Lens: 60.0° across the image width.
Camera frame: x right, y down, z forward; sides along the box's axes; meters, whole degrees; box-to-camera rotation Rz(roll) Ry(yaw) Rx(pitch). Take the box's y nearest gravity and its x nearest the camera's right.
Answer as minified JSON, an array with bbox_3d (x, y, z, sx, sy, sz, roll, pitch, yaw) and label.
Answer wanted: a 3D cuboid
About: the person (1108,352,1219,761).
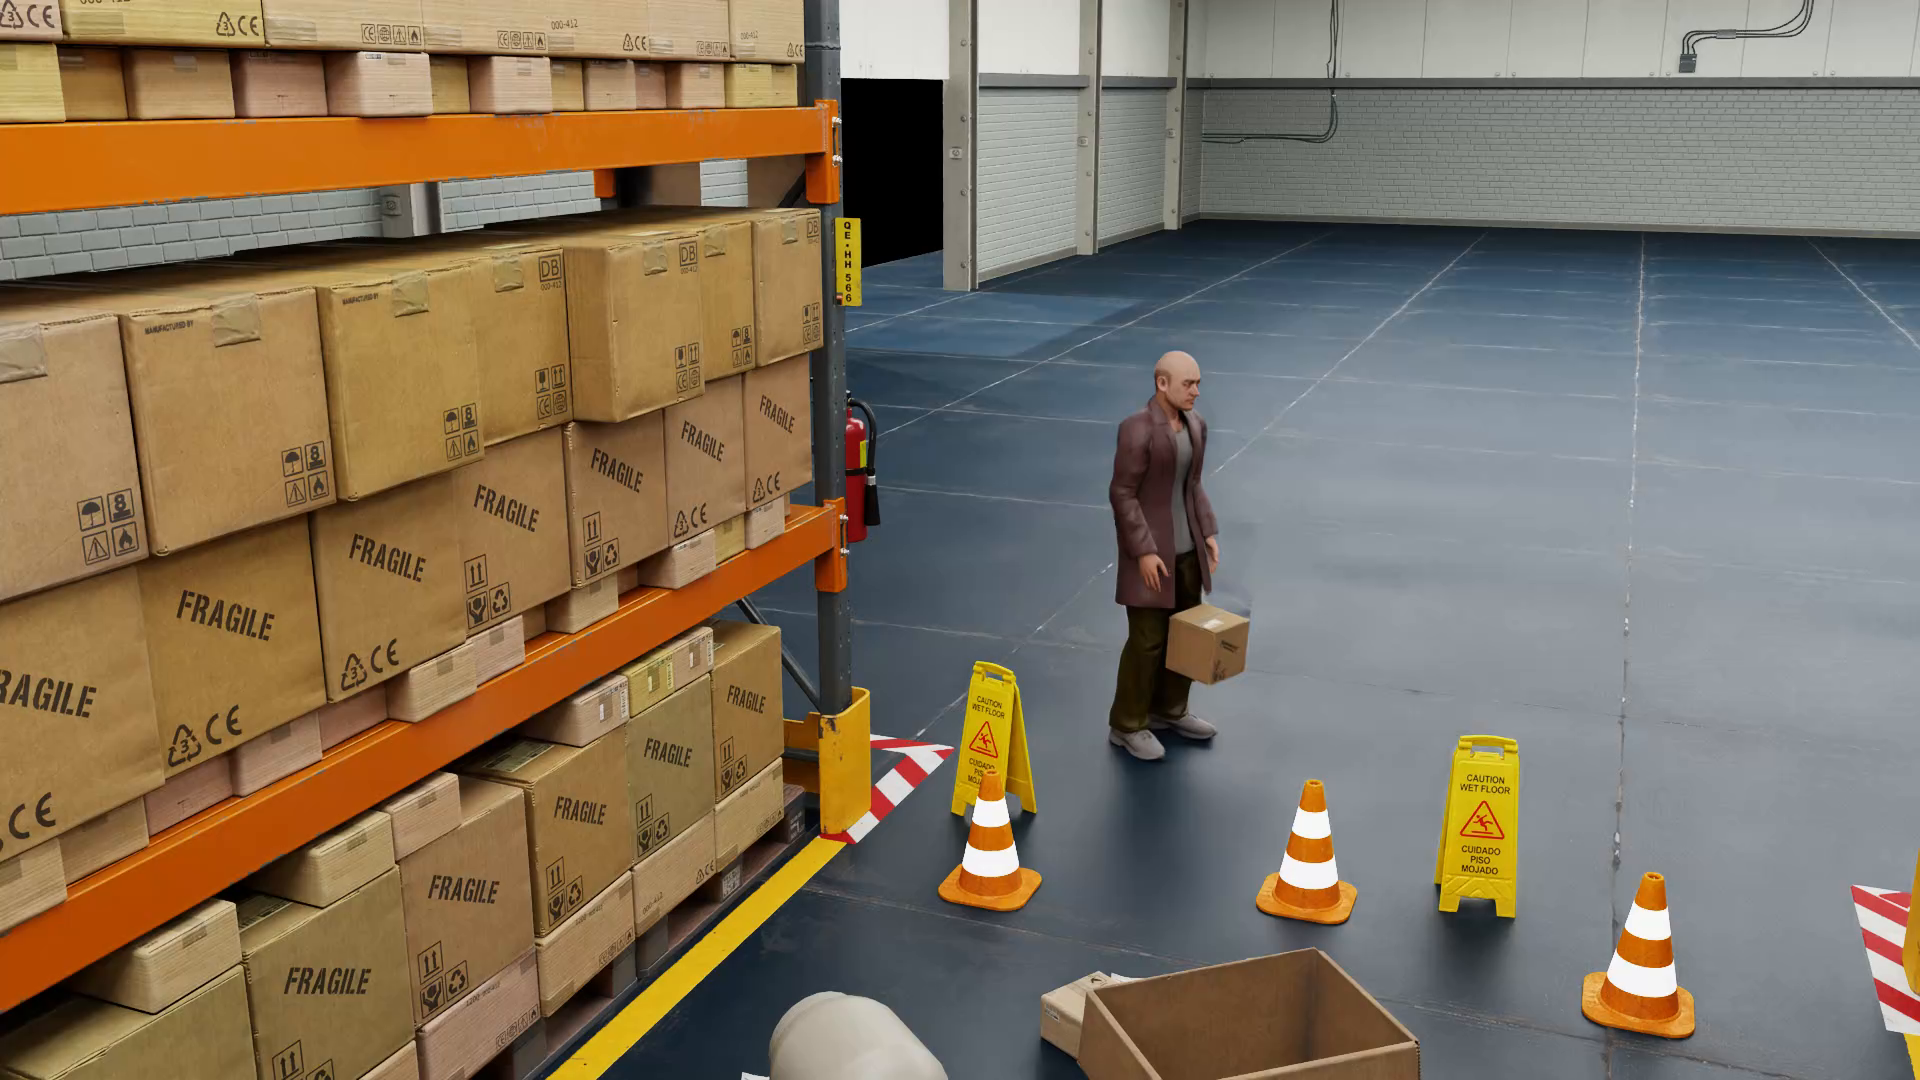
[{"bbox_3d":[0.914,0.048,7.371,0.643,1.774,0.420,-14,20,-41],"label":"person"}]
